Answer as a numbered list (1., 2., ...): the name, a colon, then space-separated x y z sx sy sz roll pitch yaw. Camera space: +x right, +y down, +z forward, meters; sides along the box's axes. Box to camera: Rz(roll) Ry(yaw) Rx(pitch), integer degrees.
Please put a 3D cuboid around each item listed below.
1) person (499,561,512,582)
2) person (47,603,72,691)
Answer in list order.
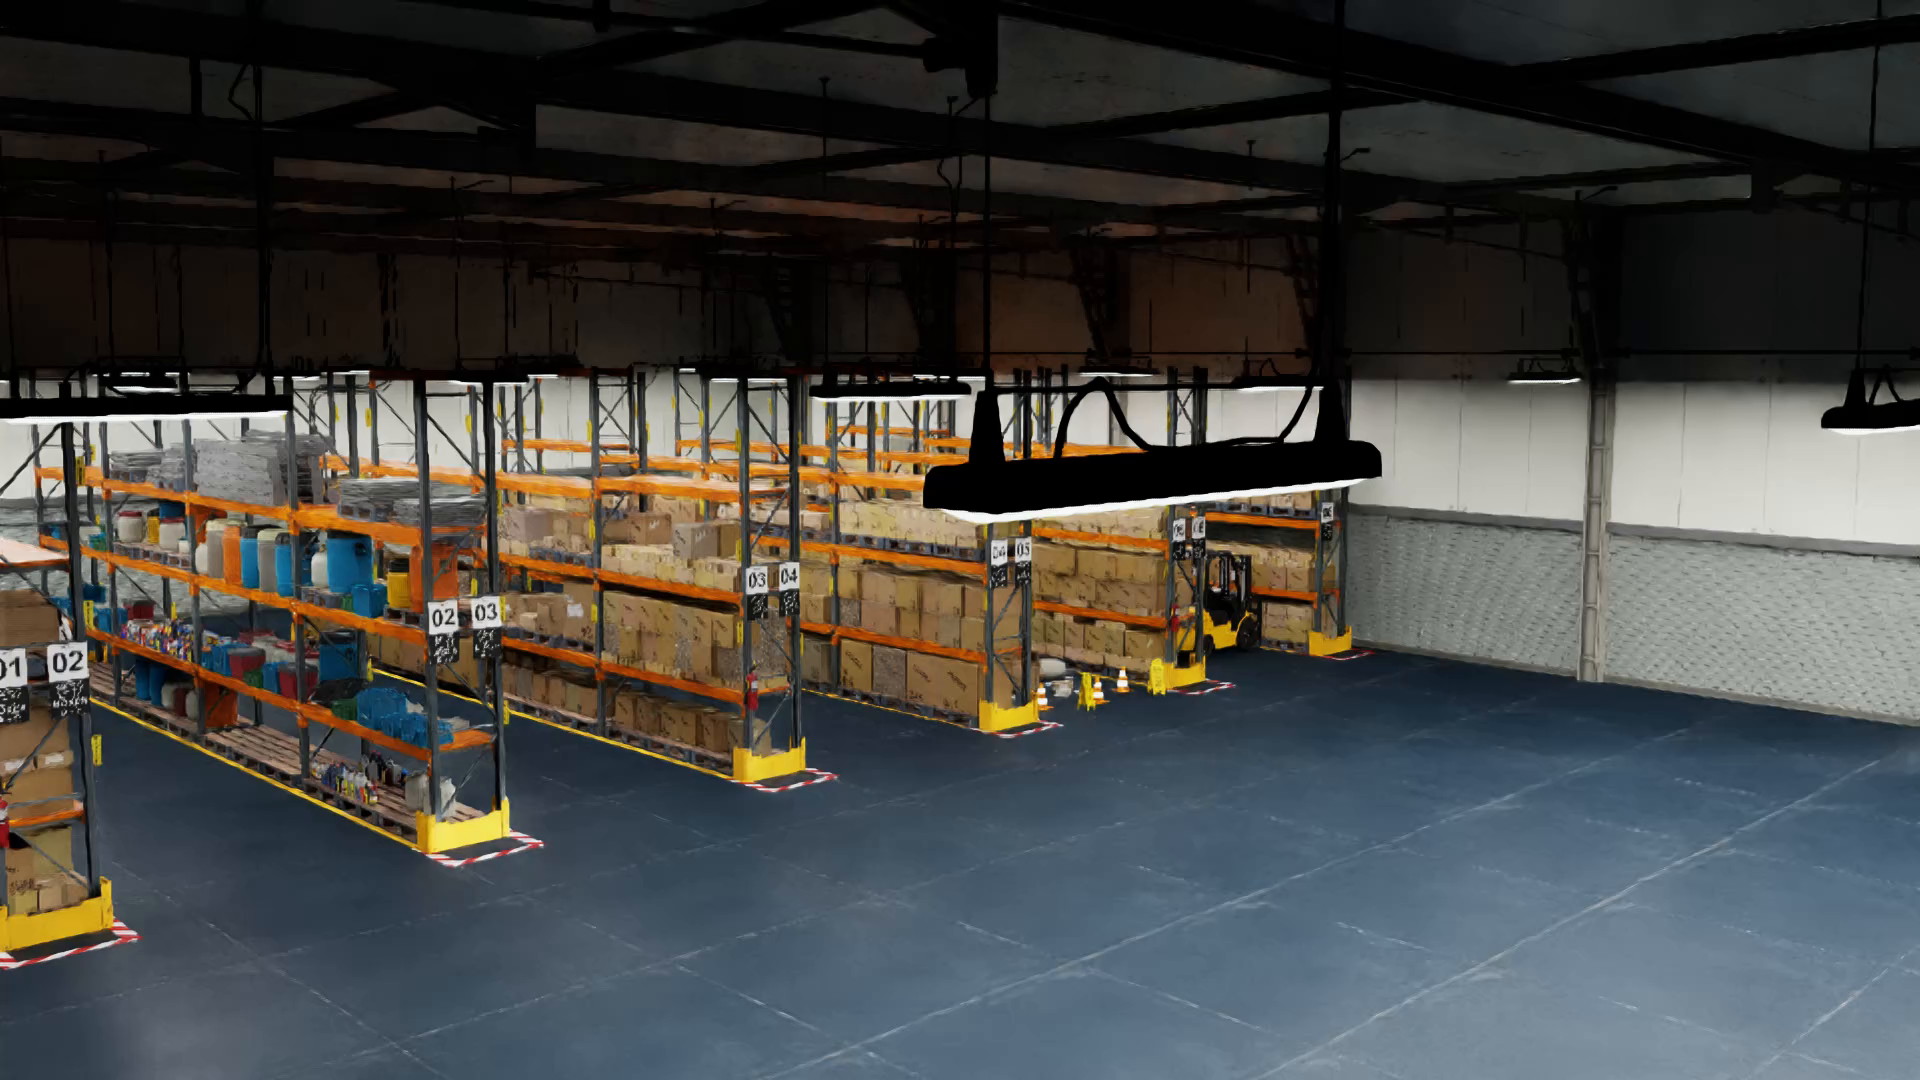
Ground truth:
1. person: -11.249 0.841 40.758 0.531 1.770 0.759 -2 7 -16
2. person: -17.018 1.975 31.352 0.507 1.638 0.912 -3 7 -28
